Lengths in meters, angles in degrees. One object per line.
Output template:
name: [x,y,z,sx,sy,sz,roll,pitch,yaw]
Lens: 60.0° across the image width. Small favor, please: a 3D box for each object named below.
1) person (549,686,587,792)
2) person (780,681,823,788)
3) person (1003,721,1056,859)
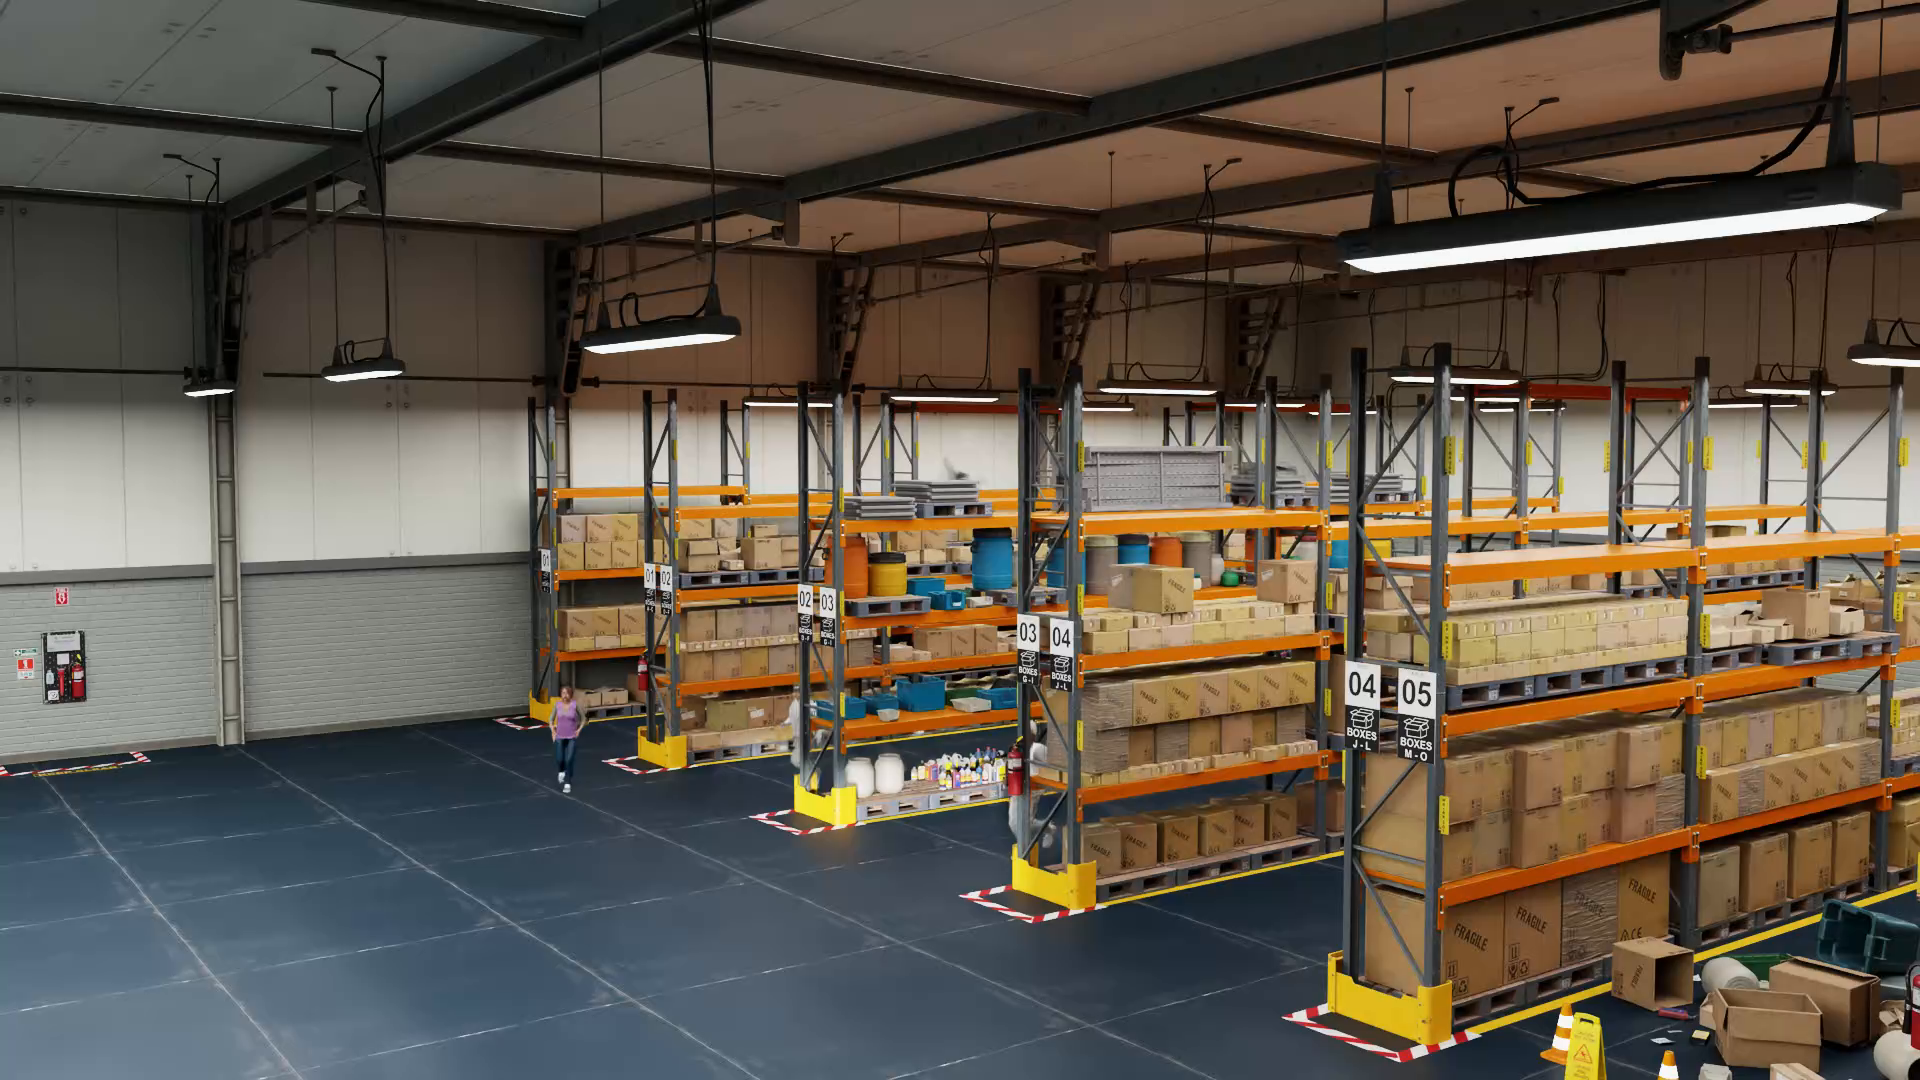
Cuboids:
person: [-5.812,2.935,24.651,0.555,1.572,0.538,-1,3,-9]
person: [-2.326,2.895,24.460,0.652,1.648,0.636,-3,5,-42]
person: [0.876,3.086,20.502,0.629,1.738,0.710,-3,4,-38]
